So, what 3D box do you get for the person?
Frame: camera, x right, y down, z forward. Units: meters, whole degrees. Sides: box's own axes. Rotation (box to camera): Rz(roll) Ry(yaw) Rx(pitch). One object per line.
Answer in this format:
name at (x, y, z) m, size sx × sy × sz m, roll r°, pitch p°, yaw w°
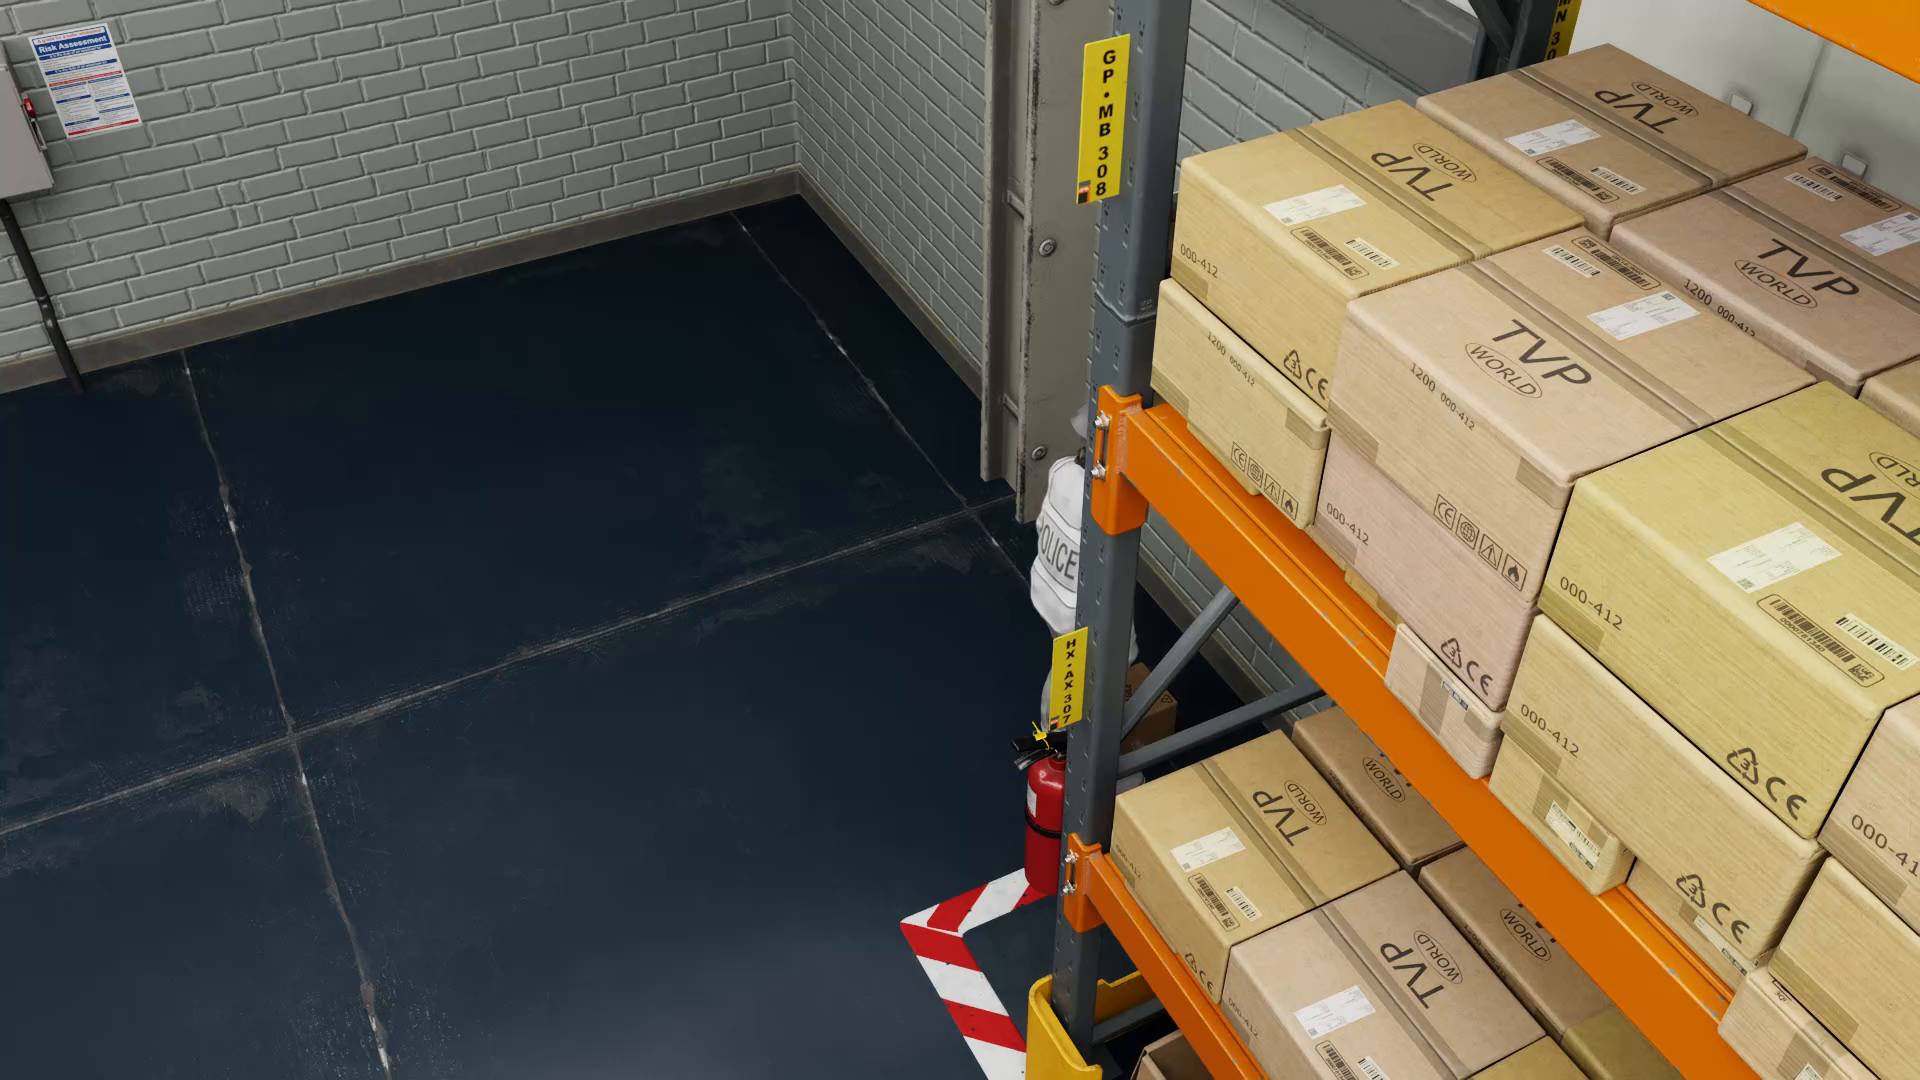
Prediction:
person at (0.455, 0.236, 5.890) m, size 0.376 × 1.663 × 0.526 m, roll -19°, pitch 45°, yaw -20°
